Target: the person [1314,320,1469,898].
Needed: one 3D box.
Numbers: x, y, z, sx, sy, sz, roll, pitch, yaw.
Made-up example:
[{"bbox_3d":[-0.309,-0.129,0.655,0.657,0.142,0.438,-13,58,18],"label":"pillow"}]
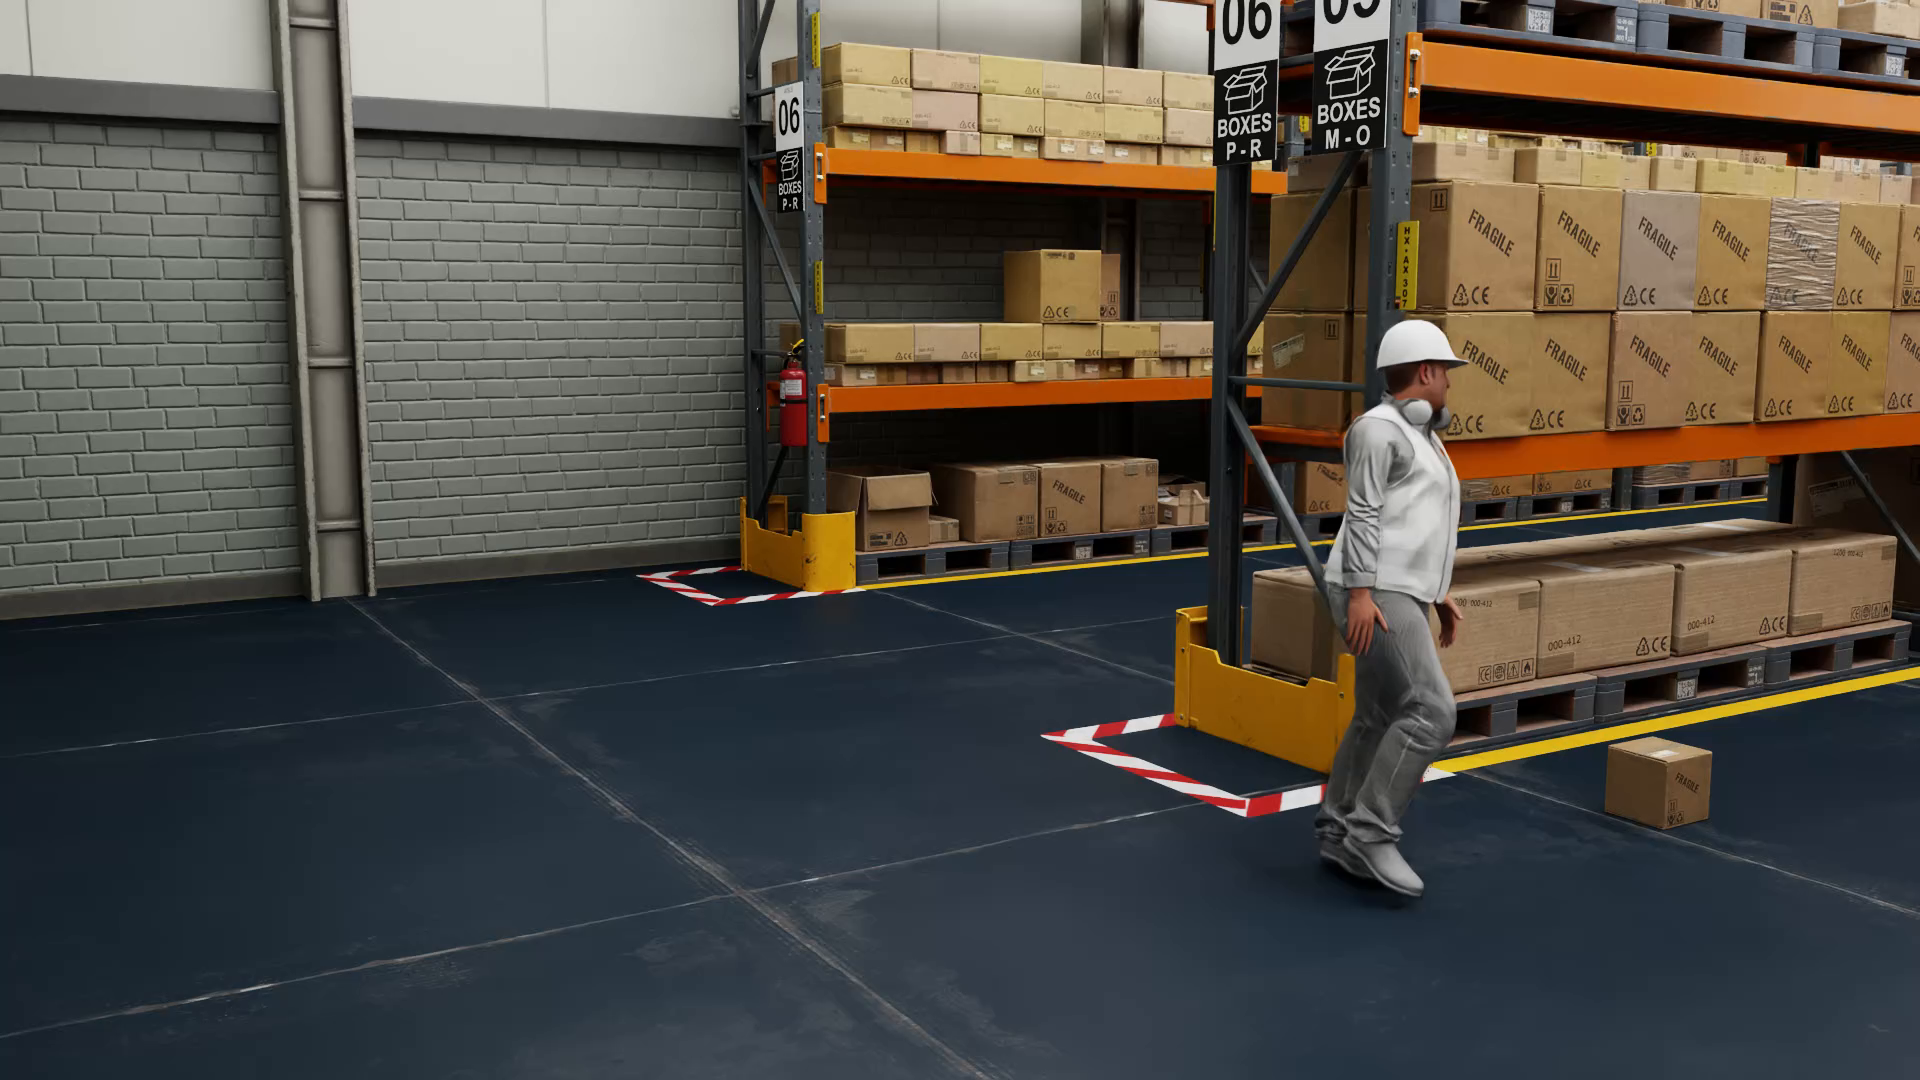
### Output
[{"bbox_3d":[1.398,0.192,5.287,0.477,1.764,0.665,6,10,34],"label":"person"}]
